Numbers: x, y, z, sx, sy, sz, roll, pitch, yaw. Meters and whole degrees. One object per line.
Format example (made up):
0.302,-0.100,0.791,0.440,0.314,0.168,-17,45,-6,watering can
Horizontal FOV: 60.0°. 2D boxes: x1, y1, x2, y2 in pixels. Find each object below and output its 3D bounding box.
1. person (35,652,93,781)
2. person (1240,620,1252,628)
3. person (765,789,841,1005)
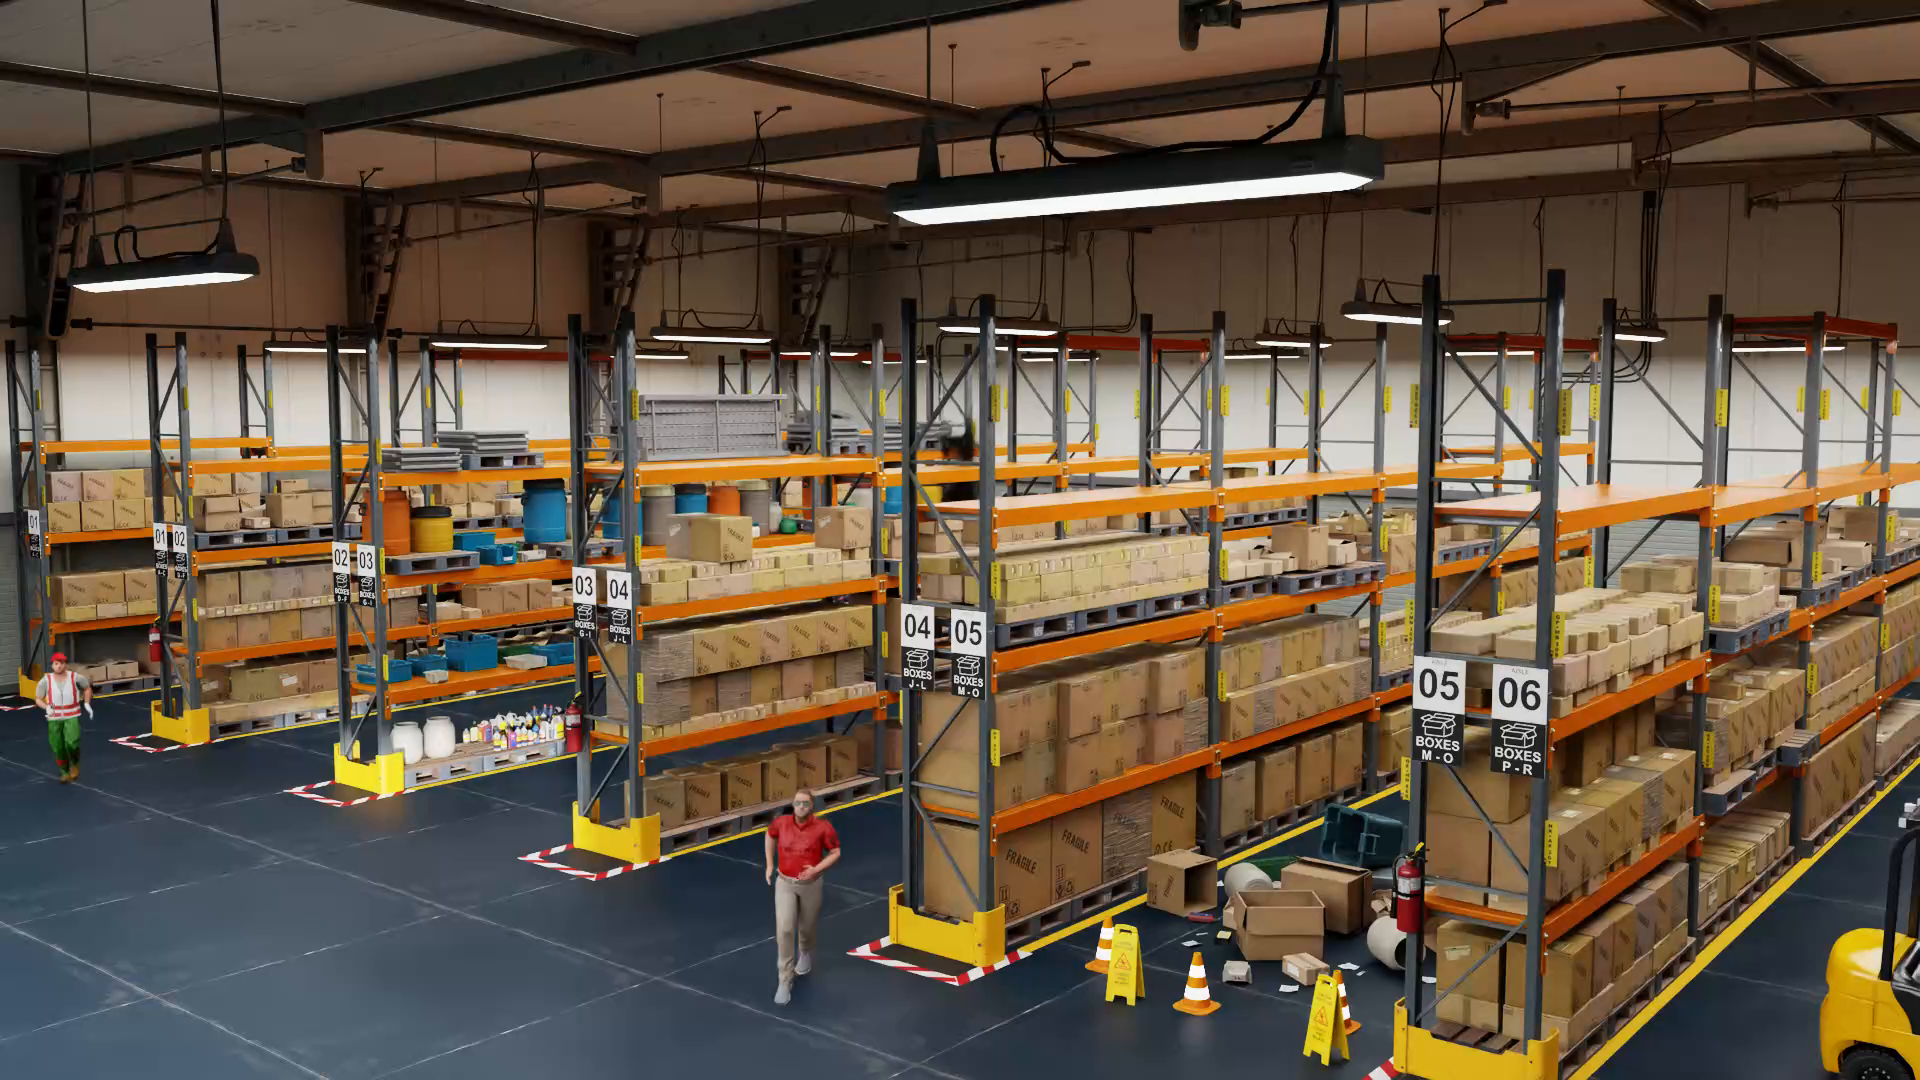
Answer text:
-11.696,2.328,21.722,0.654,1.739,0.710,-2,6,-24,person
4.447,2.051,25.846,0.490,1.644,0.777,4,6,35,person
-1.365,3.022,14.389,0.669,1.769,0.897,0,5,-1,person
